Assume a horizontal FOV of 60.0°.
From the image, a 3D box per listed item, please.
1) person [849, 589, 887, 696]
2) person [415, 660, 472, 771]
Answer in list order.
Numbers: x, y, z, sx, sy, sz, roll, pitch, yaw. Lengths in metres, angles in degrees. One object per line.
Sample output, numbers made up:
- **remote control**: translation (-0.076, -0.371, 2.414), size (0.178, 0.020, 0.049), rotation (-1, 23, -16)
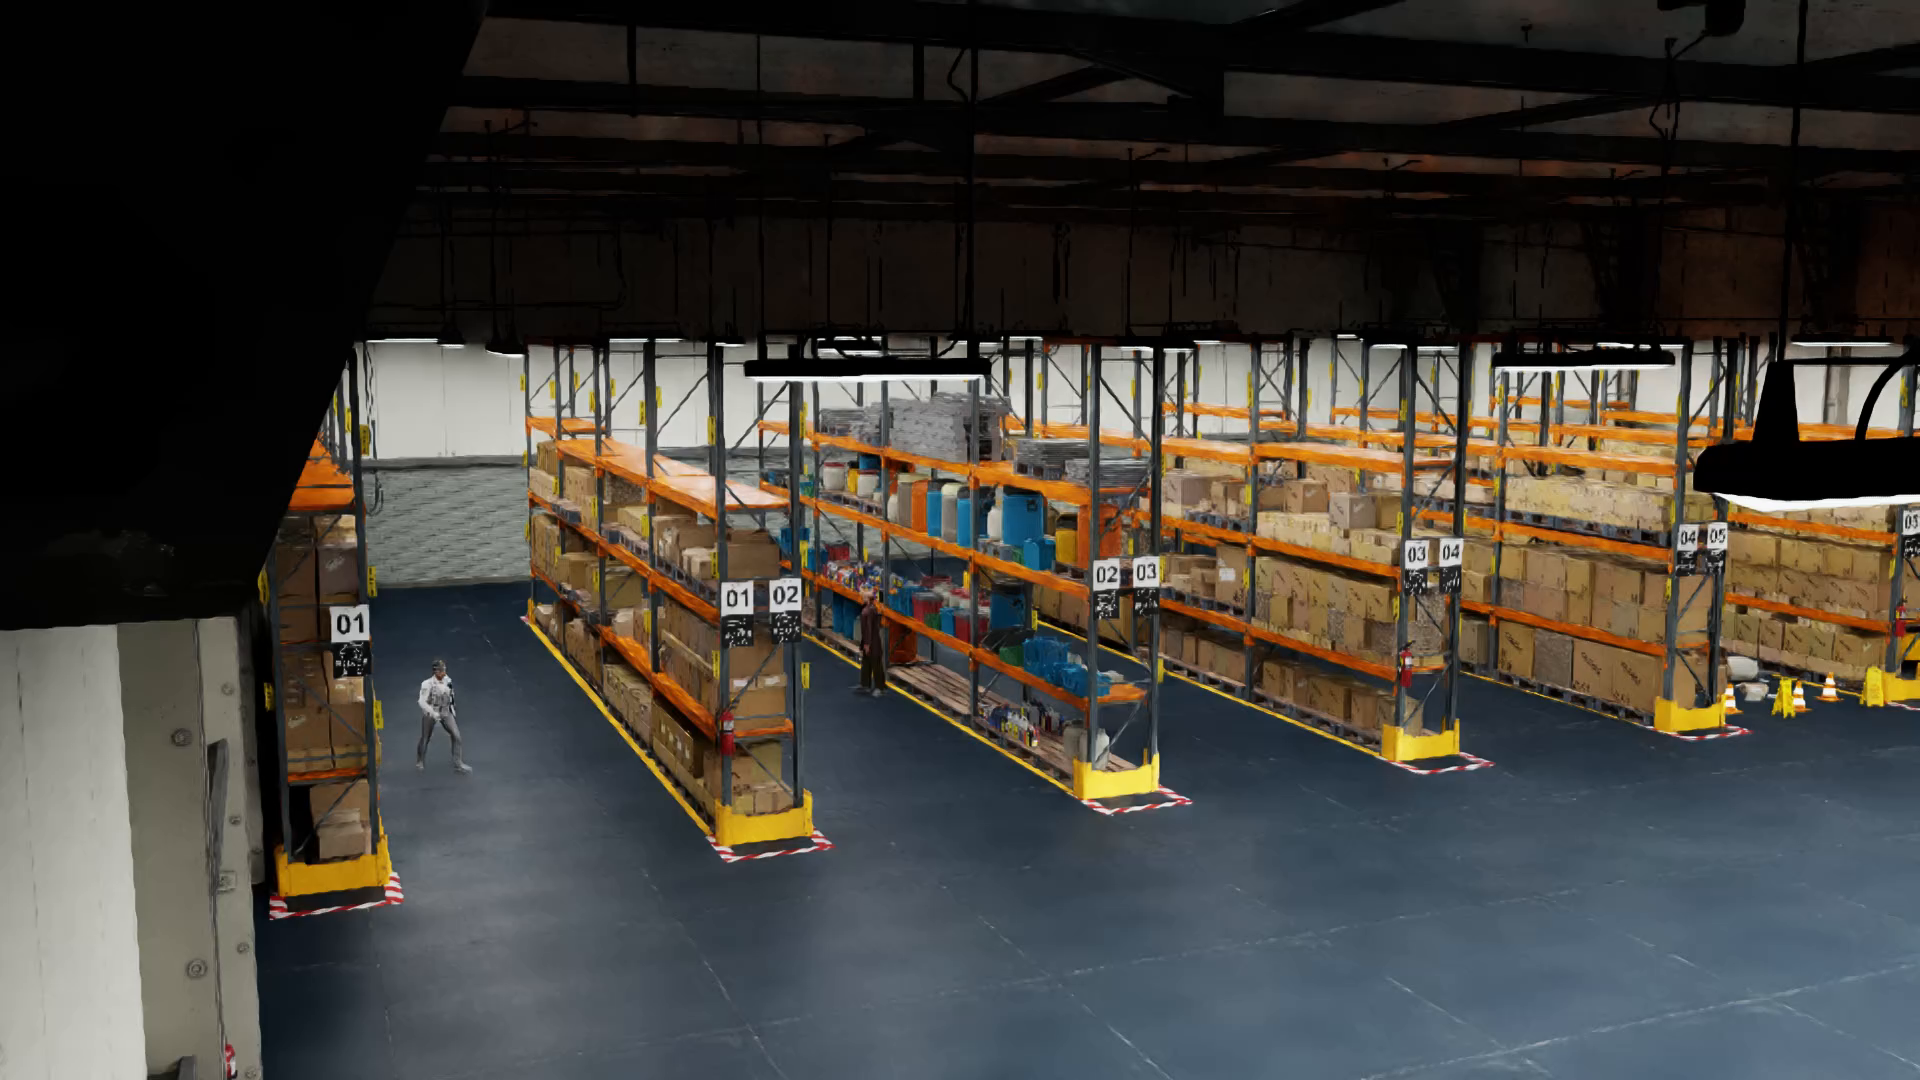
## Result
- **person**: translation (-1.559, 1.707, 28.062), size (0.622, 1.772, 0.697), rotation (-1, 8, -7)
- **person**: translation (-7.315, 2.435, 23.293), size (0.630, 1.608, 0.811), rotation (-6, 10, -39)
